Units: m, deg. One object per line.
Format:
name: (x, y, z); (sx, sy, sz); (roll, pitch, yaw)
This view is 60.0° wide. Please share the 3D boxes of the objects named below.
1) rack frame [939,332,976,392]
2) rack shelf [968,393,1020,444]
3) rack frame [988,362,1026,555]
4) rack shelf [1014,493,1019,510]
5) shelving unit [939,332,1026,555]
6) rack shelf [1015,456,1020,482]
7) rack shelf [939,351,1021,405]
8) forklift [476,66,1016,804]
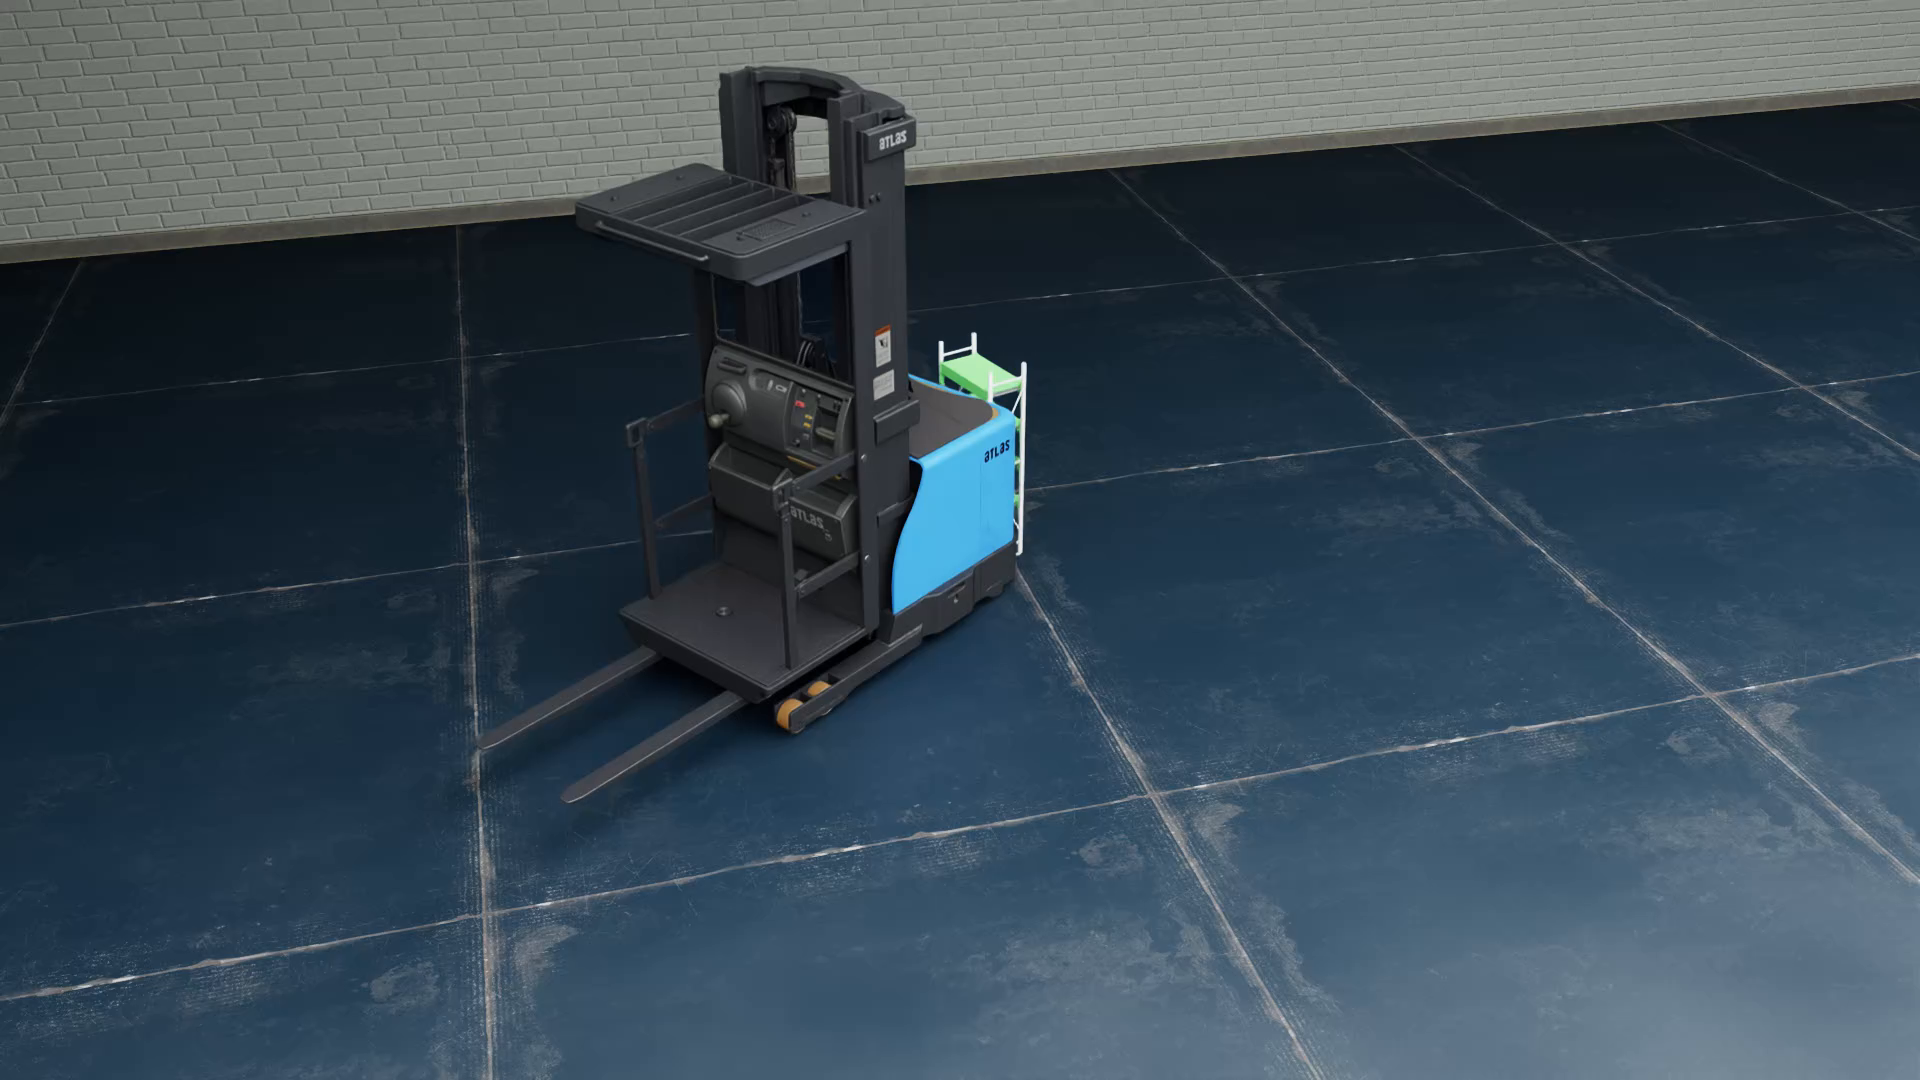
rack frame: (-0.014, -0.616, 9.616); (0.240, 1.200, 0.015); (-18, 35, -28)
rack shelf: (0.120, -0.666, 9.351); (0.258, 0.148, 0.480); (-18, 35, -28)
rack frame: (0.254, -0.411, 9.263); (0.240, 1.200, 0.015); (-18, 35, -28)
rack shelf: (0.120, -0.250, 9.592); (0.258, 0.148, 0.480); (-18, 35, -28)
shelving unit: (0.120, -0.513, 9.439); (0.258, 1.200, 0.503); (-18, 35, -28)
rack shelf: (0.120, -0.458, 9.471); (0.258, 0.148, 0.480); (-18, 35, -28)
rack shelf: (0.120, -0.874, 9.231); (0.258, 0.148, 0.480); (-18, 35, -28)
forklift: (-1.016, -0.608, 7.875); (1.130, 2.935, 3.031); (22, 37, 33)
